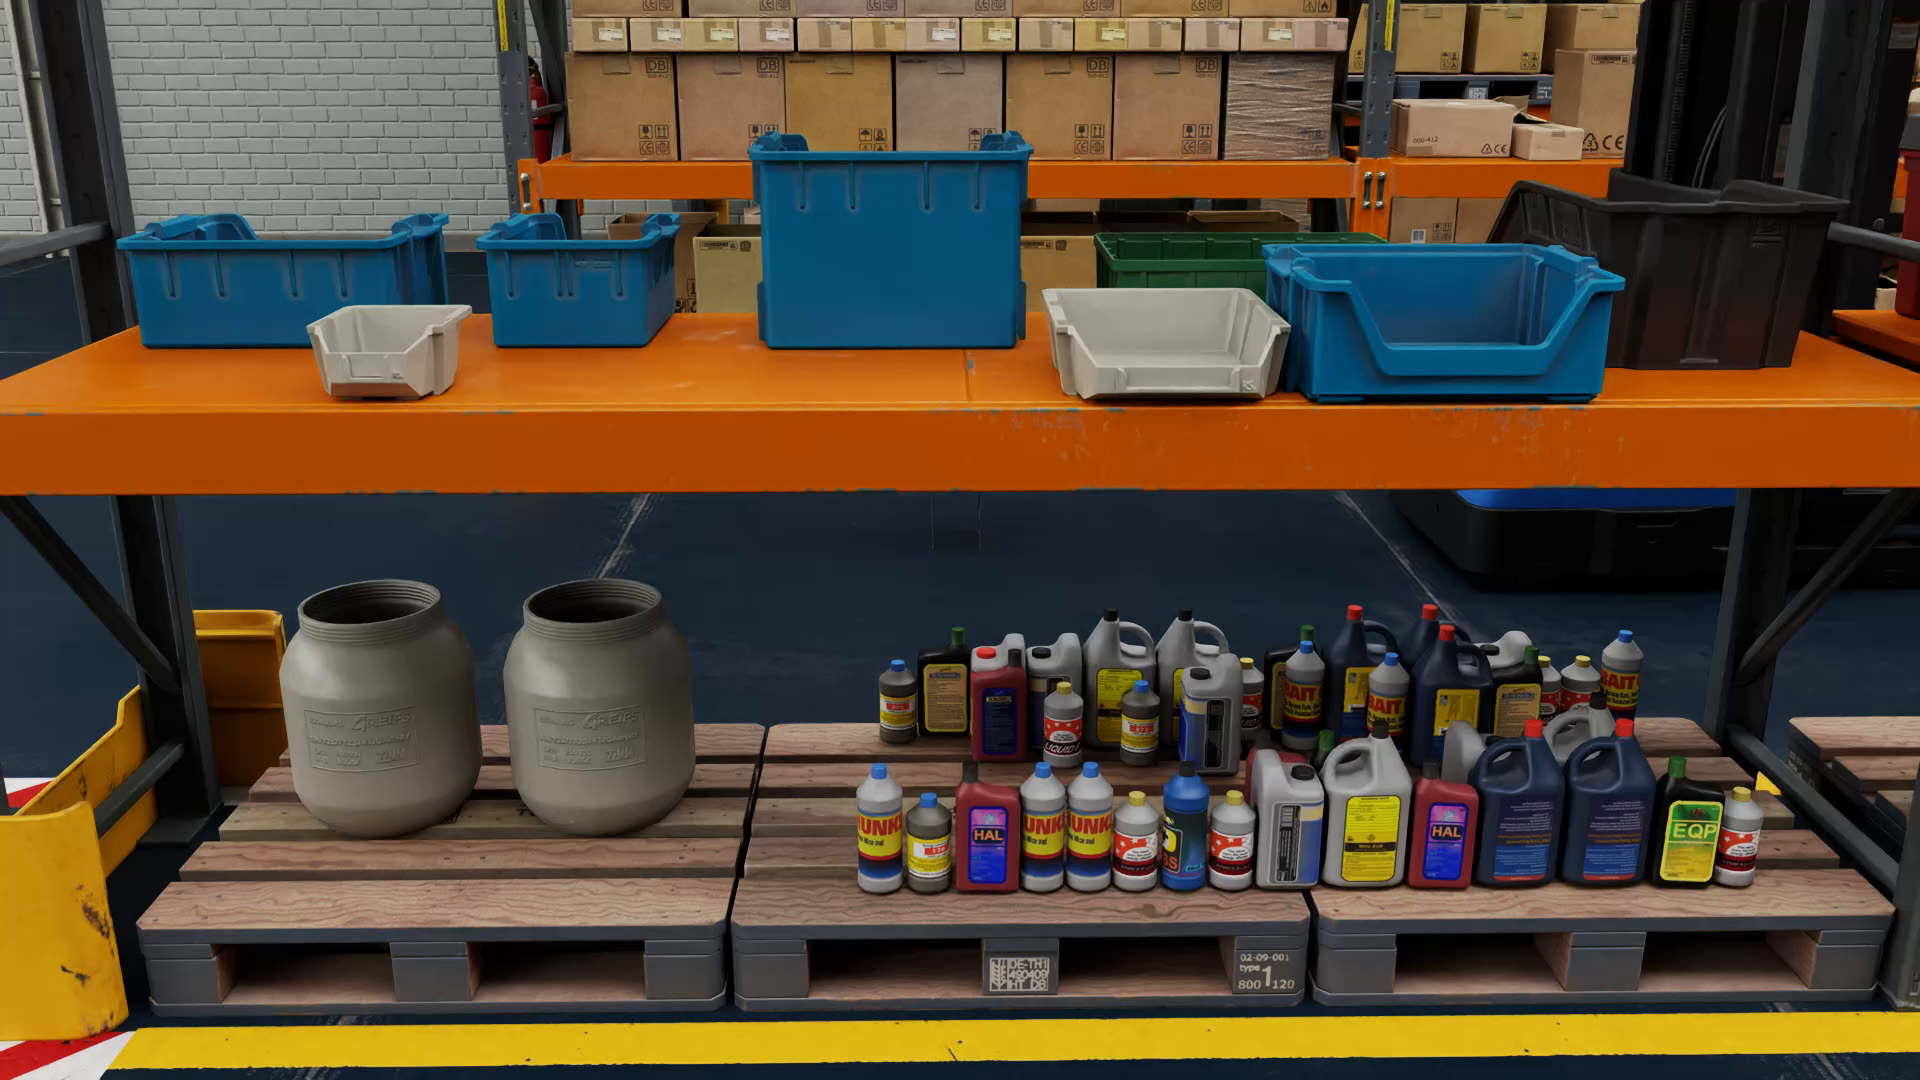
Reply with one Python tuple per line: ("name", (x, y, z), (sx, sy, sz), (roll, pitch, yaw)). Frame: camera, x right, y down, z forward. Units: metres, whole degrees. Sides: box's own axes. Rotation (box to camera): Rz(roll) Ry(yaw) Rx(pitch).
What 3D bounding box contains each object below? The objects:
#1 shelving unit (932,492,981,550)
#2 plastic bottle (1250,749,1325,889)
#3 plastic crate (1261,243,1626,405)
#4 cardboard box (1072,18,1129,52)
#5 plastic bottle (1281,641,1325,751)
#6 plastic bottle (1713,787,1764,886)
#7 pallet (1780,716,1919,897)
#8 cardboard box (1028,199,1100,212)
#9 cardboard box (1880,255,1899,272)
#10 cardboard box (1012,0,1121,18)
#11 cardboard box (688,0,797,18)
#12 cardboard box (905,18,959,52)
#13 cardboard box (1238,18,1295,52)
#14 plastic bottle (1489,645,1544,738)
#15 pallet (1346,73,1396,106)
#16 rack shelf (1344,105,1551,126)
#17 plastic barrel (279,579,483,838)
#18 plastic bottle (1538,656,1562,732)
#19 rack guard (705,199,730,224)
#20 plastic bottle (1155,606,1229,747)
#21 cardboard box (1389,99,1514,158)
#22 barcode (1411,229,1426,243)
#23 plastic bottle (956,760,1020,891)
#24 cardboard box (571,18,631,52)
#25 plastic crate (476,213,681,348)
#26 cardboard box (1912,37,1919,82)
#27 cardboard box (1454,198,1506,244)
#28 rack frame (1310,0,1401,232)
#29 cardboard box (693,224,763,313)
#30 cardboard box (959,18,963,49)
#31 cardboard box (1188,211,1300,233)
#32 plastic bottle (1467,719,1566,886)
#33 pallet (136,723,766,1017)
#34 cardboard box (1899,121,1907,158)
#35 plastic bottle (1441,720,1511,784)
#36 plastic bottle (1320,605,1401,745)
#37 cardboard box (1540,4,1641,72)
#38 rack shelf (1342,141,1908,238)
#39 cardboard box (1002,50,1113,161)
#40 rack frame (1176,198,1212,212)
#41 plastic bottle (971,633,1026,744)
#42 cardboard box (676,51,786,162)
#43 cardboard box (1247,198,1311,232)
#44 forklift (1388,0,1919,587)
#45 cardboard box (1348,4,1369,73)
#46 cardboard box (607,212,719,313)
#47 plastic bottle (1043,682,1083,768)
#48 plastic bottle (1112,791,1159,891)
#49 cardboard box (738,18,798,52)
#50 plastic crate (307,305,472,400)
("shelving unit", (-0.014, -0.571, 6.364), (0.189, 1.200, 0.258), (0, 18, -1))
("plastic bottle", (0.696, 0.586, 3.549), (0.135, 0.276, 0.152), (0, 18, 0))
("plastic crate", (0.910, -0.436, 3.238), (0.616, 0.251, 0.499), (0, 18, -1))
("cardboard box", (0.652, -2.393, 7.871), (0.250, 0.149, 0.380), (0, 18, -1))
("plastic bottle", (0.864, 0.385, 4.183), (0.097, 0.271, 0.097), (0, 18, 0))
("plastic bottle", (1.655, 0.625, 3.549), (0.097, 0.201, 0.097), (0, 18, 0))
("pallet", (2.797, 0.717, 3.965), (1.213, 0.211, 1.003), (0, 18, -1))
("cardboard box", (0.819, -2.622, 13.184), (0.500, 0.500, 0.500), (-2, 18, -5))
("cardboard box", (4.884, -1.367, 8.793), (0.500, 0.311, 0.500), (-1, 18, -2))
("cardboard box", (0.489, -2.764, 7.965), (0.500, 0.500, 0.700), (0, 18, -1))
("cardboard box", (-1.016, -2.756, 7.942), (0.500, 0.500, 0.700), (-1, 18, -2))
("cardboard box", (-0.129, -2.388, 7.856), (0.250, 0.149, 0.380), (0, 18, 0))
("cardboard box", (1.423, -2.397, 7.883), (0.250, 0.149, 0.380), (-1, 18, -2))
("plastic bottle", (1.367, 0.399, 4.119), (0.133, 0.283, 0.061), (0, 18, -1))
("pallet", (2.623, -3.488, 12.825), (1.213, 0.211, 1.003), (0, 18, -1))
("rack shelf", (3.856, -3.288, 13.063), (4.000, 0.370, 1.077), (0, 18, -1))
("plastic barrel", (-1.330, 0.383, 3.829), (0.421, 0.512, 0.421), (0, 18, 0))
("plastic bottle", (1.484, 0.397, 4.260), (0.097, 0.201, 0.097), (0, 18, 0))
("rack guard", (-2.067, -2.411, 13.246), (0.348, 0.500, 1.175), (0, 18, -1))
("plastic bottle", (0.585, 0.337, 4.202), (0.185, 0.351, 0.144), (0, 18, -1))
("cardboard box", (2.430, -2.052, 8.279), (0.500, 0.250, 0.500), (1, 18, 3))
("barcode", (2.200, -1.458, 7.982), (0.075, 0.075, 0.001), (0, 18, -1))
("plastic bottle", (0.058, 0.599, 3.495), (0.133, 0.283, 0.061), (0, 18, 0))
("cardboard box", (-1.665, -2.381, 7.833), (0.250, 0.149, 0.380), (0, 18, -1))
("plastic crate", (-0.842, -0.600, 3.750), (0.408, 0.251, 0.499), (0, 18, -1))
("cardboard box", (7.366, -3.764, 12.689), (0.500, 0.500, 0.500), (0, 18, -1))
("cardboard box", (4.124, -2.662, 13.306), (0.500, 0.500, 0.700), (0, 18, -1))
("rack frame", (1.938, -2.108, 8.207), (0.127, 3.000, 1.000), (0, 18, -1))
("cardboard box", (-1.022, -1.274, 8.194), (0.500, 0.500, 0.500), (0, 18, -1))
("cardboard box", (0.118, -2.513, 8.246), (0.250, 0.149, 0.380), (0, 18, -1))
("cardboard box", (1.470, -1.449, 8.739), (0.500, 0.500, 0.500), (0, 18, -1))
("plastic bottle", (1.181, 0.549, 3.541), (0.185, 0.351, 0.144), (-1, 18, -4))
("pallet", (-1.099, 0.735, 3.910), (1.213, 0.211, 1.003), (0, 18, -1))
("cardboard box", (4.664, -1.984, 8.233), (0.250, 0.149, 0.380), (1, 18, 3))
("plastic bottle", (1.154, 0.540, 3.693), (0.135, 0.276, 0.152), (0, 18, -1))
("plastic bottle", (1.010, 0.335, 4.208), (0.185, 0.351, 0.144), (-1, 18, -3))
("cardboard box", (4.828, -3.881, 12.850), (0.500, 0.500, 0.700), (-2, 18, -6))
("rack shelf", (3.938, -1.775, 8.347), (4.000, 0.370, 1.077), (0, 18, -1))
("cardboard box", (0.466, -2.145, 8.161), (0.500, 0.500, 0.700), (0, 18, 0))
("rack frame", (1.856, -3.620, 12.923), (0.127, 3.000, 1.000), (0, 18, -1))
("plastic bottle", (0.095, 0.376, 4.202), (0.135, 0.276, 0.152), (0, 18, 0))
("cardboard box", (-1.069, -2.138, 8.139), (0.500, 0.500, 0.700), (0, 18, 1))
("cardboard box", (2.592, -2.648, 13.265), (0.500, 0.500, 0.700), (0, 18, 1))
("forklift", (3.293, -1.386, 6.070), (3.031, 2.935, 1.130), (-1, 18, -3))
("cardboard box", (2.925, -3.870, 12.817), (0.500, 0.500, 0.700), (2, 18, 5))
("cardboard box", (-1.530, -1.429, 8.679), (0.500, 0.500, 0.500), (0, 18, -1))
("plastic bottle", (0.254, 0.449, 4.097), (0.097, 0.201, 0.097), (0, 18, 0))
("plastic bottle", (0.373, 0.631, 3.530), (0.097, 0.201, 0.097), (0, 18, 0))
("cardboard box", (-0.900, -2.384, 7.844), (0.250, 0.149, 0.380), (-1, 18, -2))
("plastic crate", (-1.087, -0.356, 3.178), (0.250, 0.136, 0.298), (0, 18, -1))
